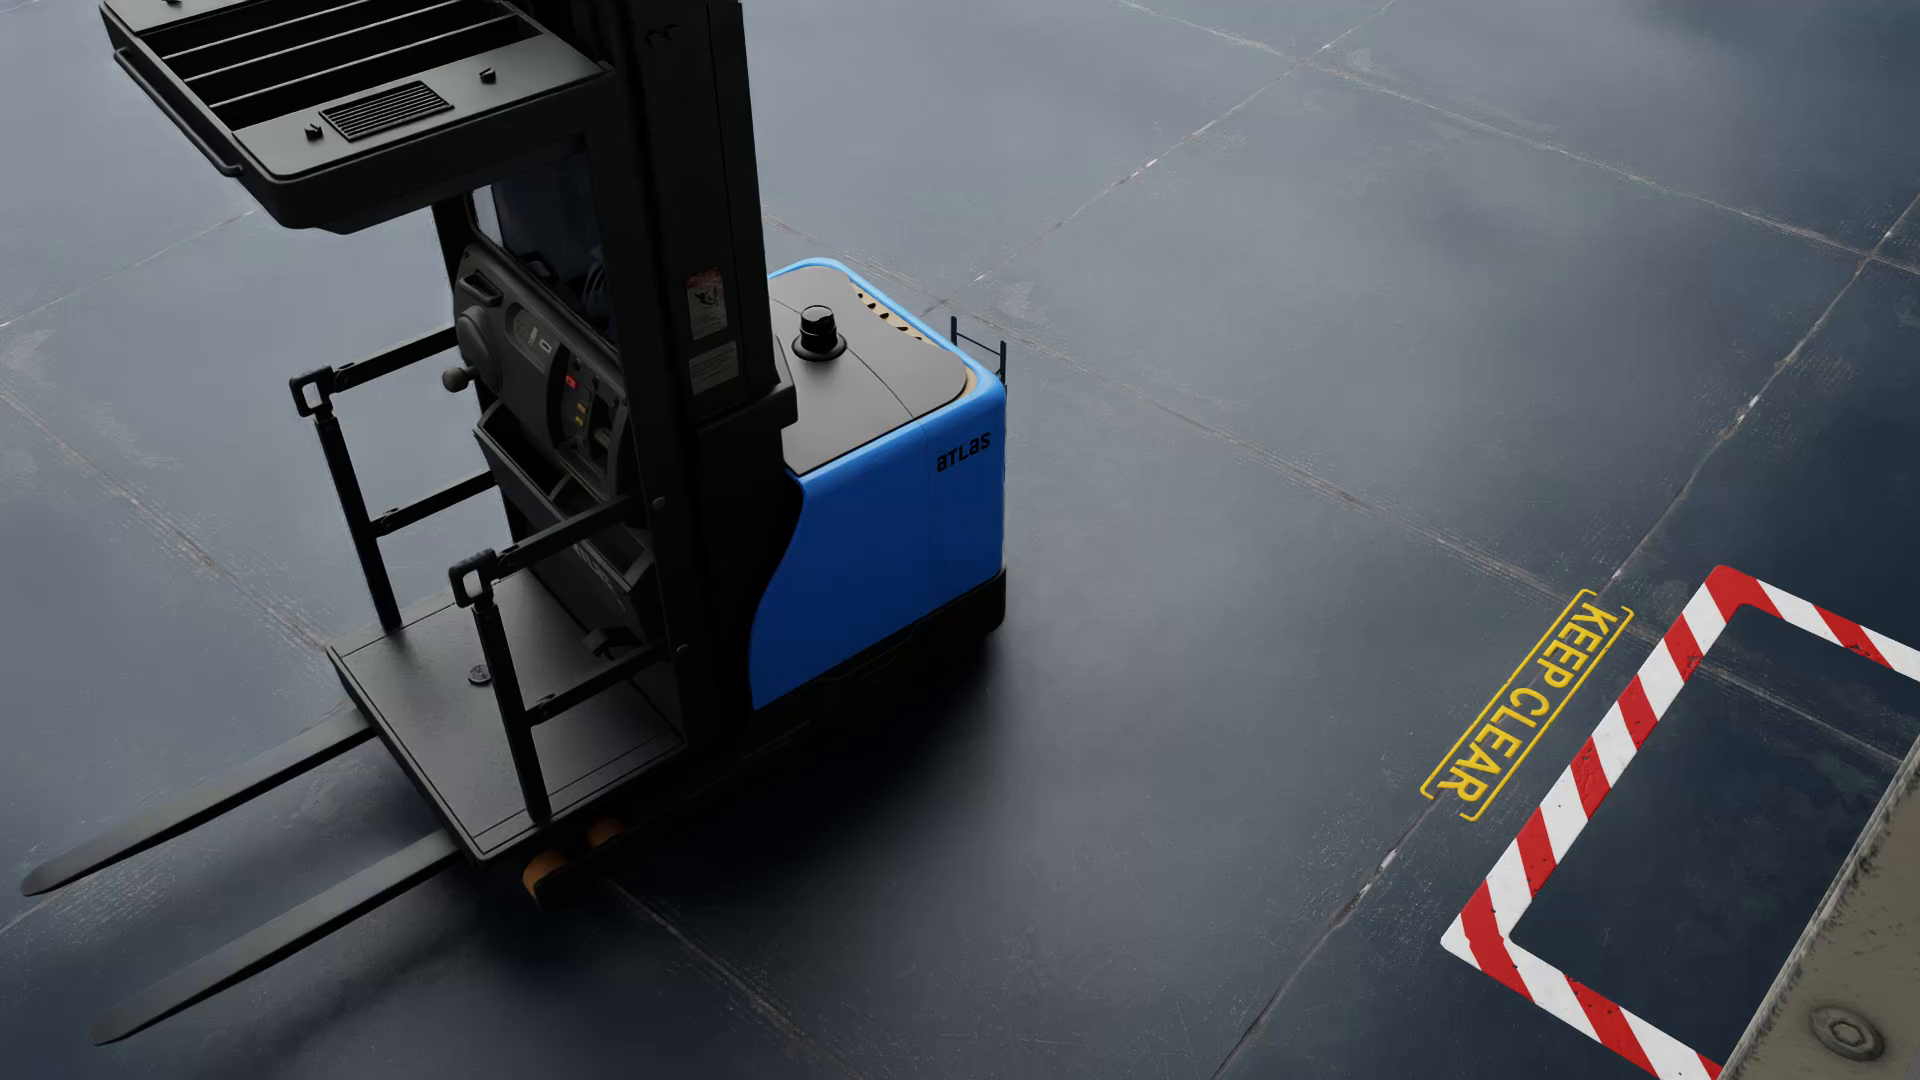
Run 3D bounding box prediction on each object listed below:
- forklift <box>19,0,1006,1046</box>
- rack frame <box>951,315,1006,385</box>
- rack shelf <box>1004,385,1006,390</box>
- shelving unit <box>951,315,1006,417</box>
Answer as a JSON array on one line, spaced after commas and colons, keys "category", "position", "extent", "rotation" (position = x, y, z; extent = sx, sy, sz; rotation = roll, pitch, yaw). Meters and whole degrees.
[{"category": "forklift", "position": [-1.308, -0.402, 4.434], "extent": [3.031, 2.935, 1.130], "rotation": [-28, 49, -28]}, {"category": "rack frame", "position": [0.062, -0.381, 5.921], "extent": [0.240, 0.900, 0.006], "rotation": [30, 50, 29]}, {"category": "rack shelf", "position": [-0.004, -0.504, 5.705], "extent": [0.258, 0.077, 0.200], "rotation": [30, 50, 29]}, {"category": "shelving unit", "position": [-0.004, -0.329, 5.864], "extent": [0.258, 0.900, 0.210], "rotation": [30, 50, 29]}]
